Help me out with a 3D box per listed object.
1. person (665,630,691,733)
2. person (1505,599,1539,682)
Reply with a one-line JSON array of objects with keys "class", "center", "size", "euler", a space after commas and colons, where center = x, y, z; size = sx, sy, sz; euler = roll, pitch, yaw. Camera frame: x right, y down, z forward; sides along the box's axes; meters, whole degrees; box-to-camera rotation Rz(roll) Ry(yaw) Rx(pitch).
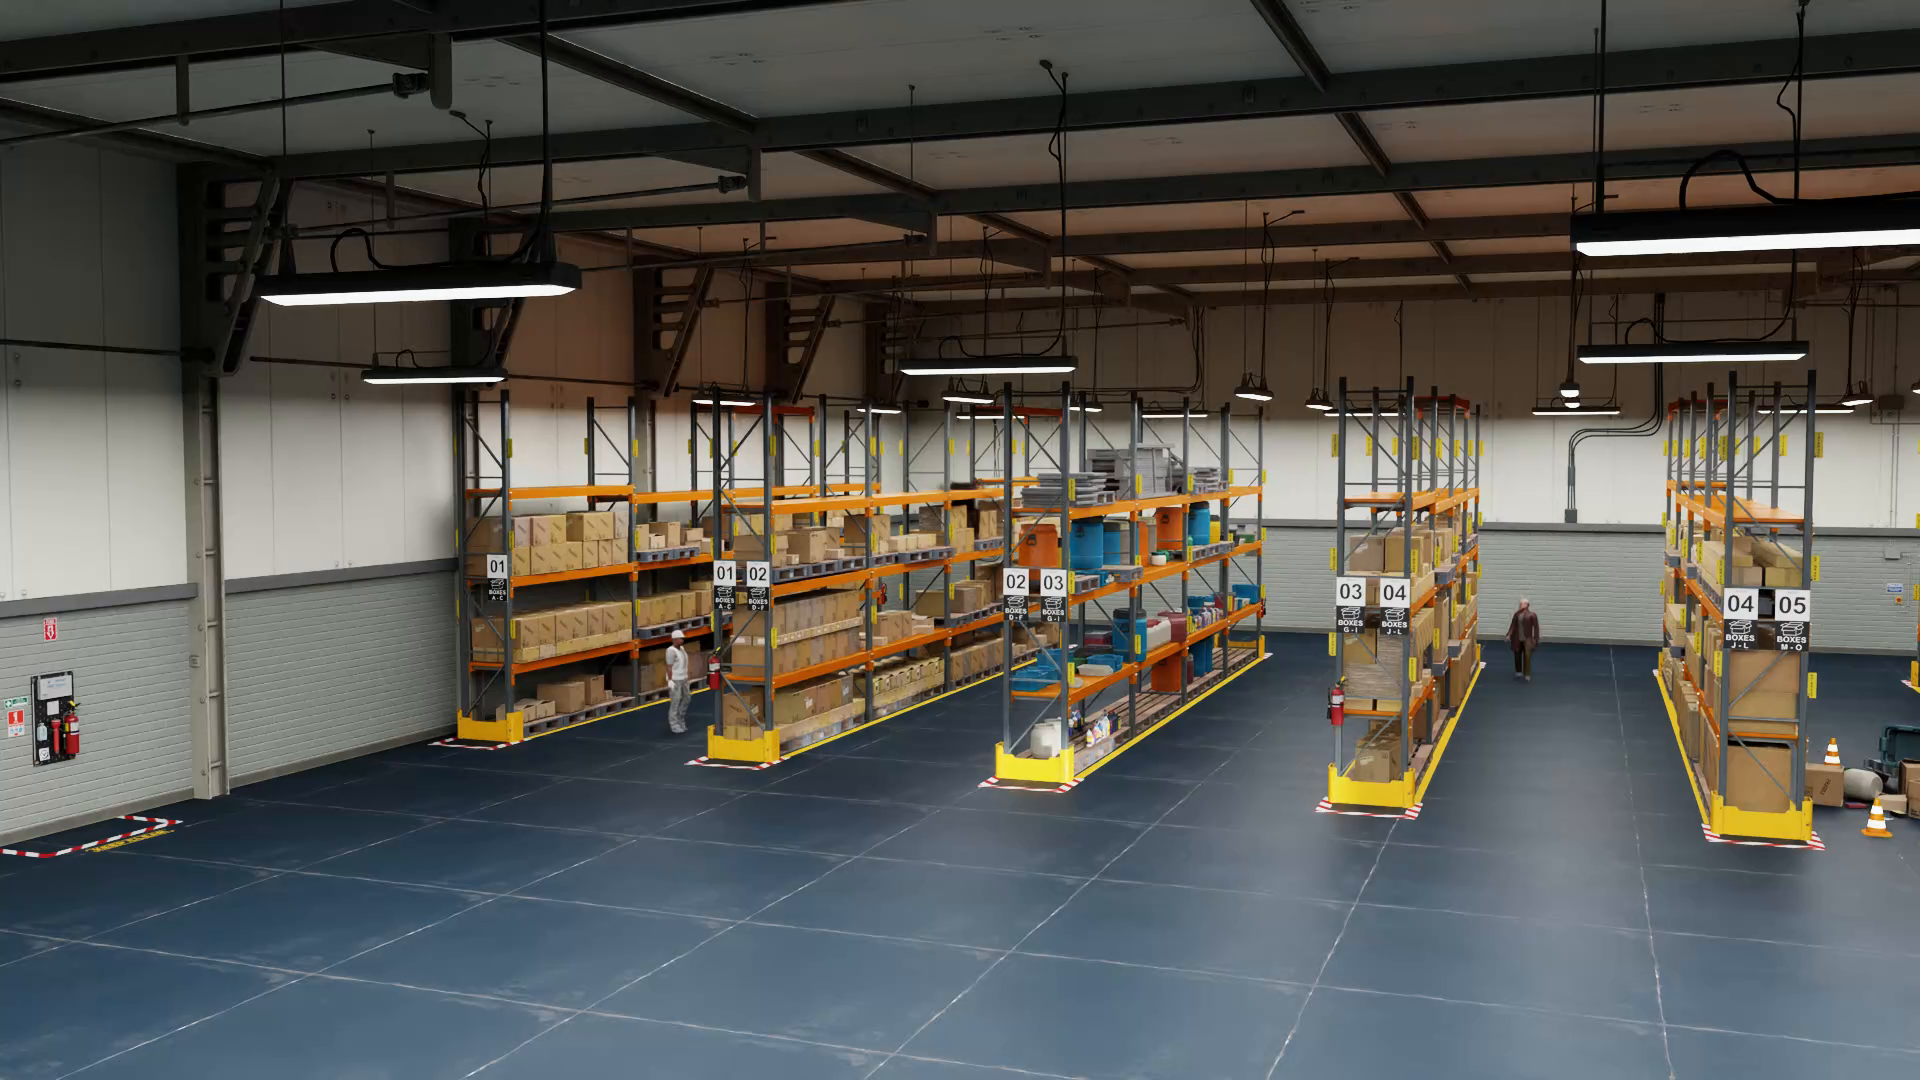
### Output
[{"class": "person", "center": [-4.989, 2.524, 29.429], "size": [0.396, 1.859, 0.631], "euler": [1, 3, 17]}, {"class": "person", "center": [12.127, 2.145, 35.870], "size": [0.702, 1.714, 1.047], "euler": [1, 3, 18]}]
